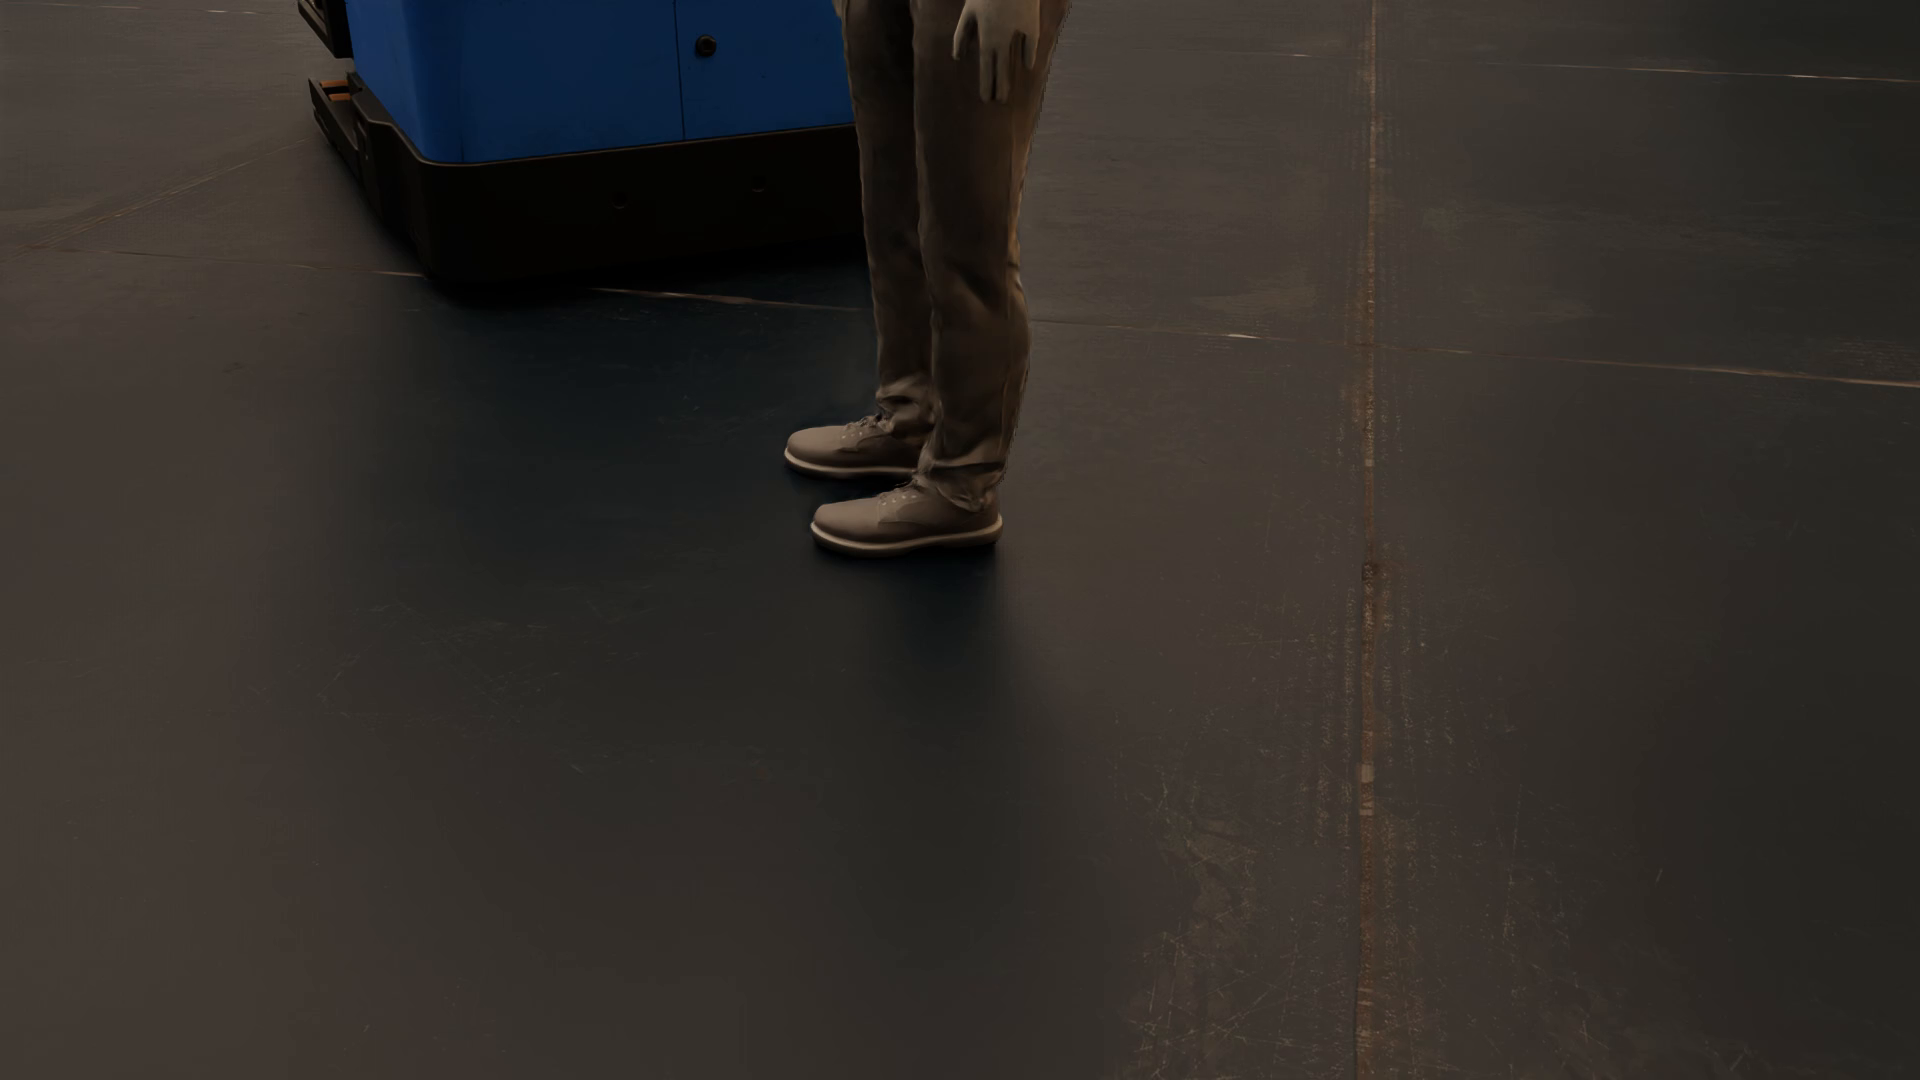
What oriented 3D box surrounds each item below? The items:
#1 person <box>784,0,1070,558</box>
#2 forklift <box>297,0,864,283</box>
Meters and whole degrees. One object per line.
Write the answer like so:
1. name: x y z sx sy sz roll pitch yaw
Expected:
1. person: -0.032 -0.779 2.153 0.397 1.696 0.694 -12 29 -23
2. forklift: -1.222 -2.467 4.135 1.130 2.935 3.031 -12 29 -23
